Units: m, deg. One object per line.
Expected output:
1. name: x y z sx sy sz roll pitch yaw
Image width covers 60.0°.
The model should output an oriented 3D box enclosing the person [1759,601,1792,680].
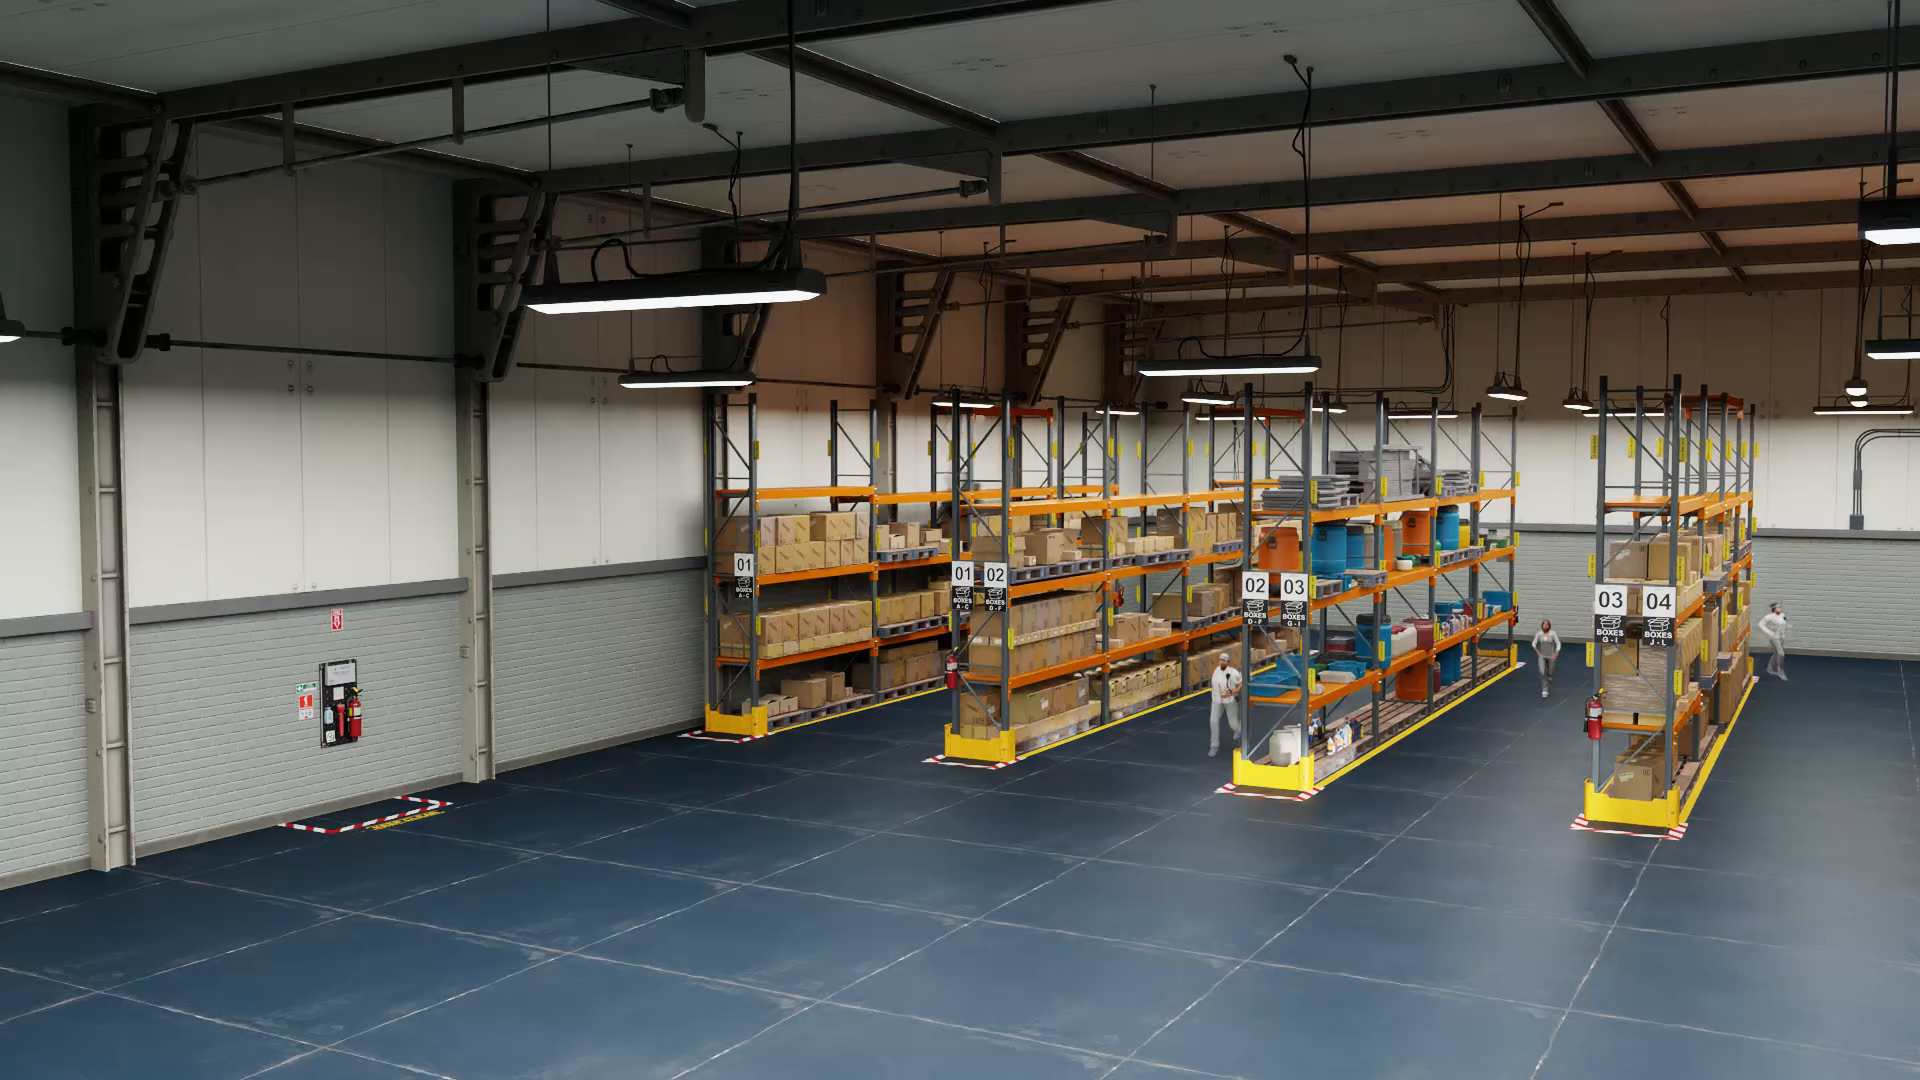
1. person: 17.872 2.206 36.420 0.610 1.747 0.706 -1 3 -21

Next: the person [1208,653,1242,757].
1. person: 4.412 2.706 27.536 0.576 1.675 1.072 2 3 27

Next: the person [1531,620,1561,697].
1. person: 11.974 2.410 33.993 0.570 1.543 0.583 1 3 20
